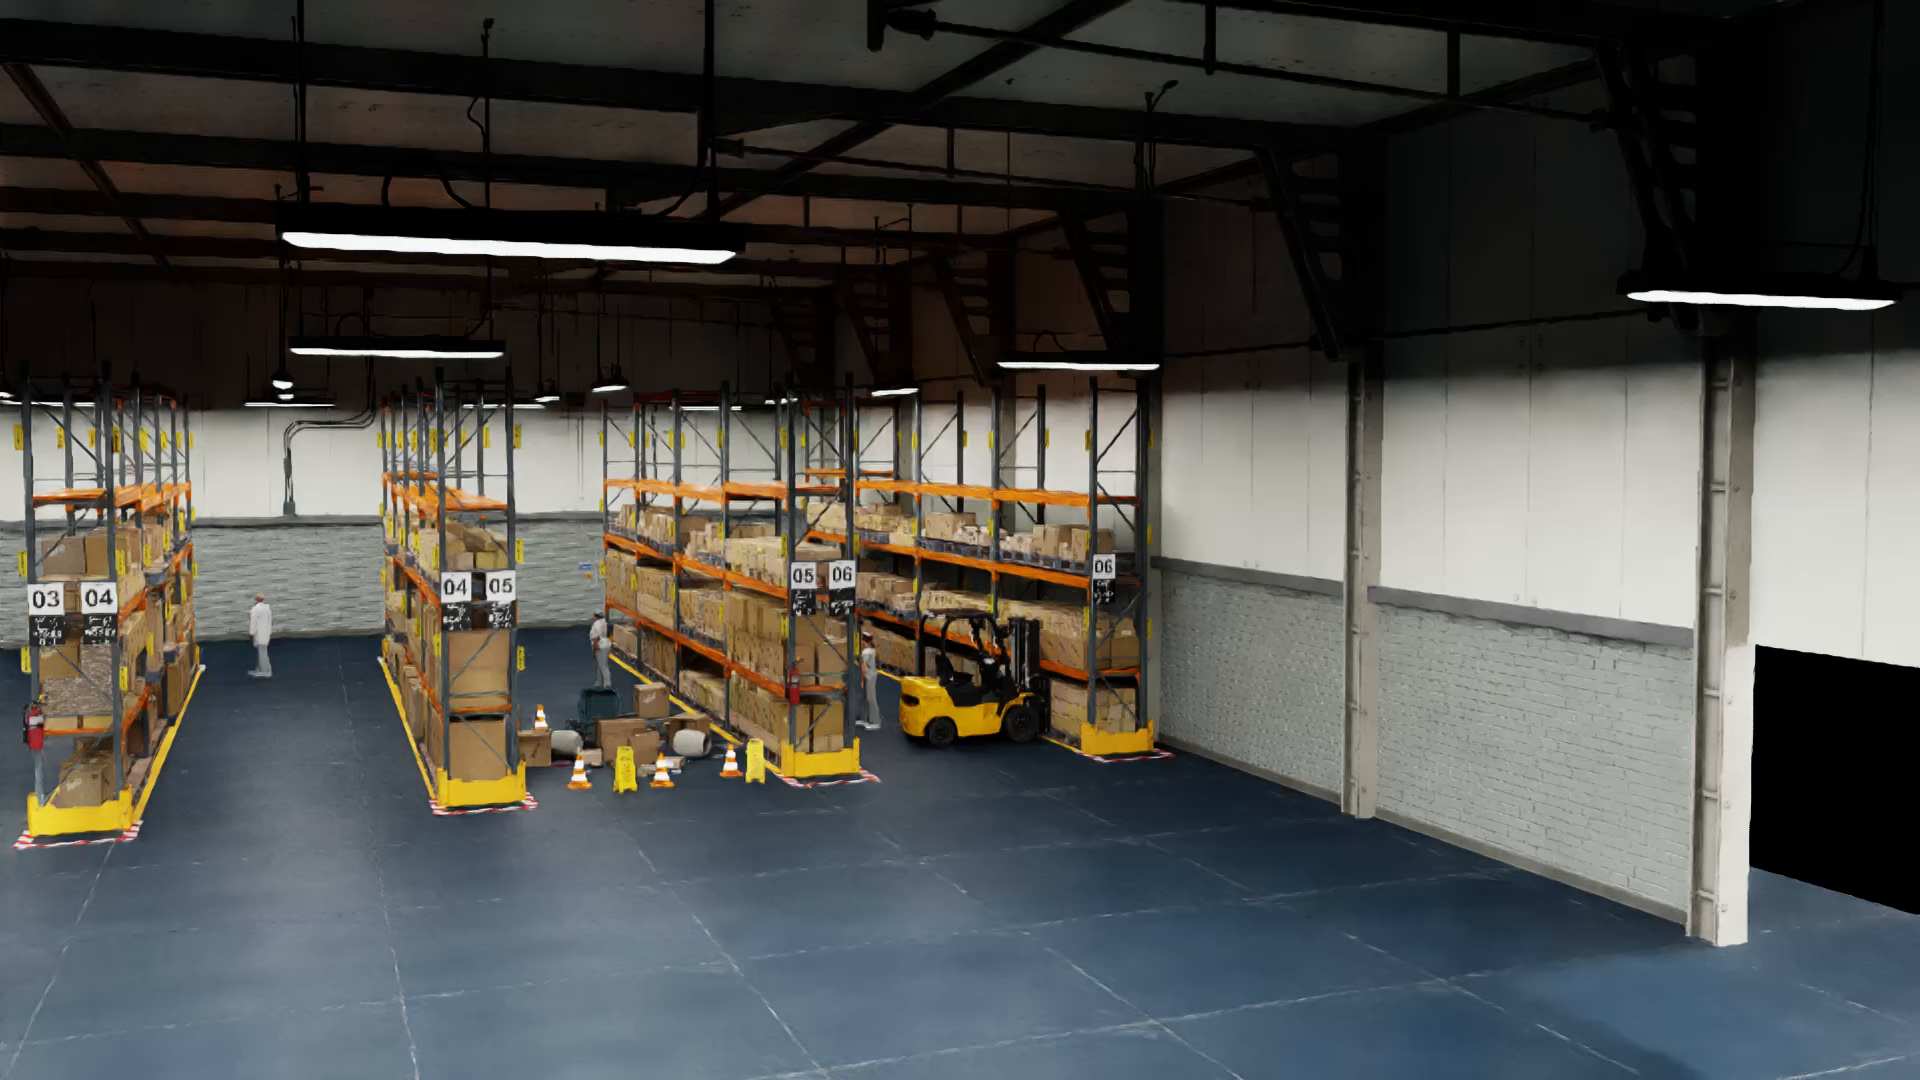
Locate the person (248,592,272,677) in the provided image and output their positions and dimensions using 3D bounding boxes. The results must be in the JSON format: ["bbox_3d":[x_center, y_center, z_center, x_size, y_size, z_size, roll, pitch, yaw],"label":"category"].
[{"bbox_3d":[-14.803,1.985,35.113,0.643,1.773,0.672,0,3,4],"label":"person"}]

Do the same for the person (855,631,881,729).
[{"bbox_3d":[-1.628,2.415,28.858,0.569,1.668,0.563,1,3,10],"label":"person"}]

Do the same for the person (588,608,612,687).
[{"bbox_3d":[-7.162,2.177,32.993,0.567,1.657,0.610,0,3,1],"label":"person"}]
